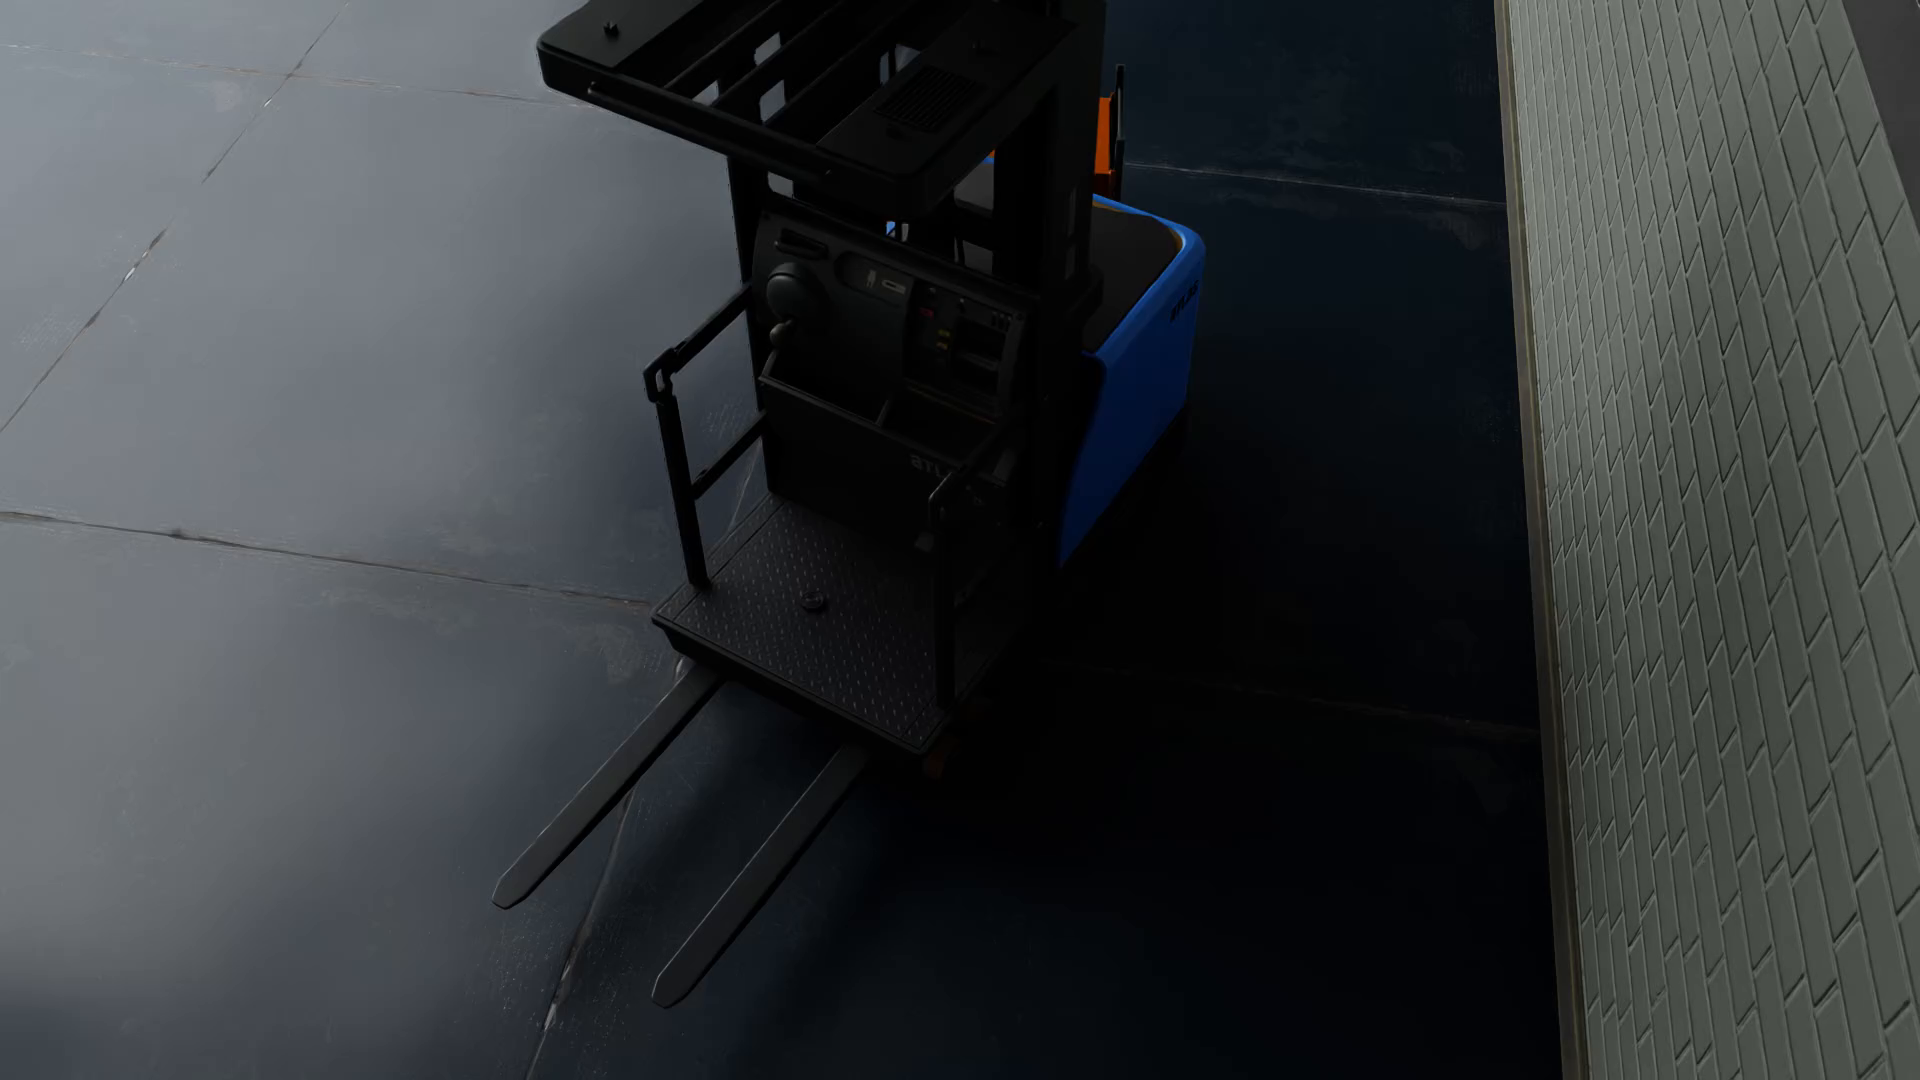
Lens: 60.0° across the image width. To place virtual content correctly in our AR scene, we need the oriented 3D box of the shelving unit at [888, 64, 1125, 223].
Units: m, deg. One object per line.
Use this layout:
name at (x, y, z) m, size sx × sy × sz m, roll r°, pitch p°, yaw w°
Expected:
shelving unit at (0.094, -1.288, 6.651) m, size 1.048 × 1.125 × 0.538 m, roll 3°, pitch 48°, yaw 3°

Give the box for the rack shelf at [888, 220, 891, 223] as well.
rack shelf at (0.094, -1.125, 6.833) m, size 1.000 × 0.278 × 0.538 m, roll 3°, pitch 48°, yaw 3°

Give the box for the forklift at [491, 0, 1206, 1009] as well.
forklift at (-0.330, -0.580, 4.801) m, size 1.130 × 2.935 × 3.031 m, roll 25°, pitch 53°, yaw 20°

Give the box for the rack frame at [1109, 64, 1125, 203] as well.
rack frame at (0.601, -1.264, 6.629) m, size 0.032 × 1.125 × 0.500 m, roll 3°, pitch 48°, yaw 3°

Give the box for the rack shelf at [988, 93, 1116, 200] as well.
rack shelf at (0.094, -1.484, 6.434) m, size 1.000 × 0.278 × 0.538 m, roll 3°, pitch 48°, yaw 3°
